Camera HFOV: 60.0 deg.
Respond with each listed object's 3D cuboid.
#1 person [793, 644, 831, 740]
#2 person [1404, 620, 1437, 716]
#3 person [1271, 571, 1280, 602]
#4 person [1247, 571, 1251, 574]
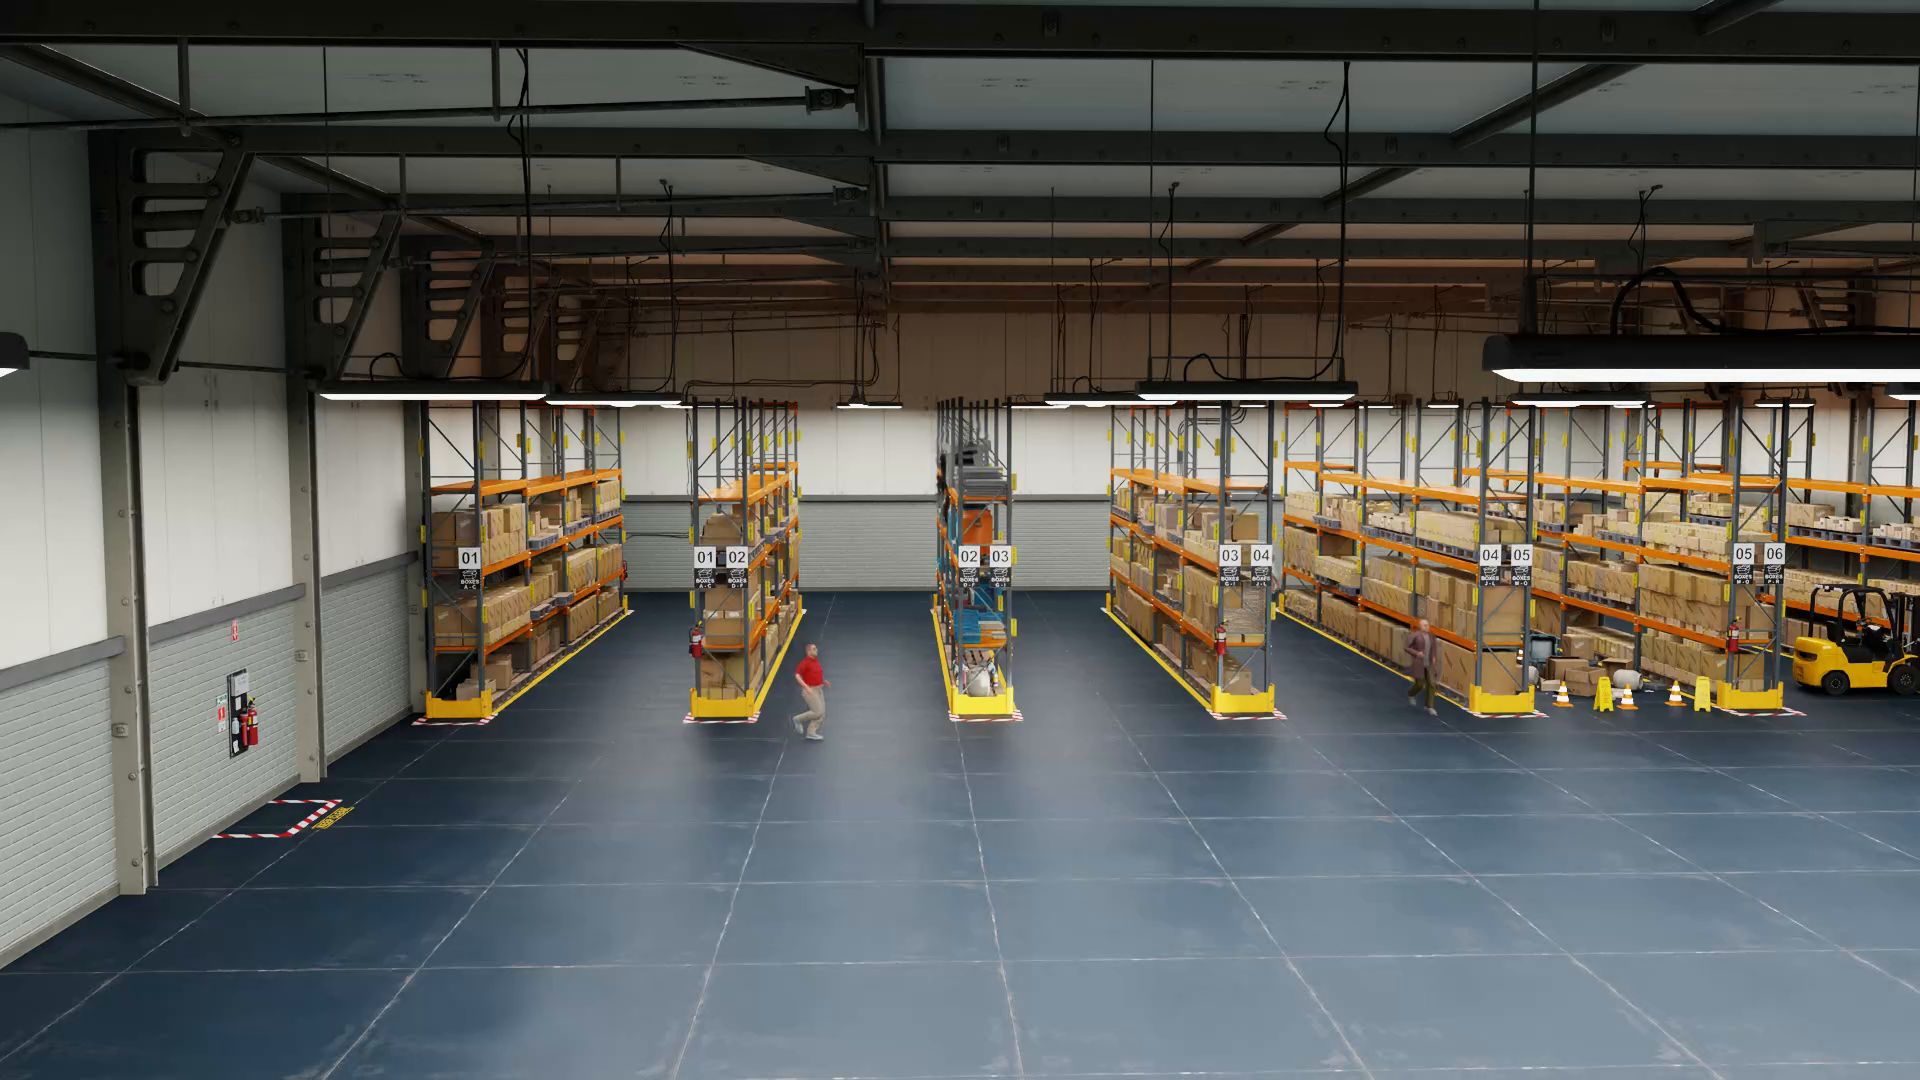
[{"bbox_3d":[-2.583,2.647,29.027,0.601,1.673,0.678,2,5,21],"label":"person"},{"bbox_3d":[8.816,2.446,31.748,0.747,1.700,0.963,-1,5,-13],"label":"person"},{"bbox_3d":[8.165,1.439,44.148,0.647,1.777,0.803,0,4,5],"label":"person"},{"bbox_3d":[8.613,1.234,48.641,0.605,1.518,0.600,-3,5,-31],"label":"person"}]
